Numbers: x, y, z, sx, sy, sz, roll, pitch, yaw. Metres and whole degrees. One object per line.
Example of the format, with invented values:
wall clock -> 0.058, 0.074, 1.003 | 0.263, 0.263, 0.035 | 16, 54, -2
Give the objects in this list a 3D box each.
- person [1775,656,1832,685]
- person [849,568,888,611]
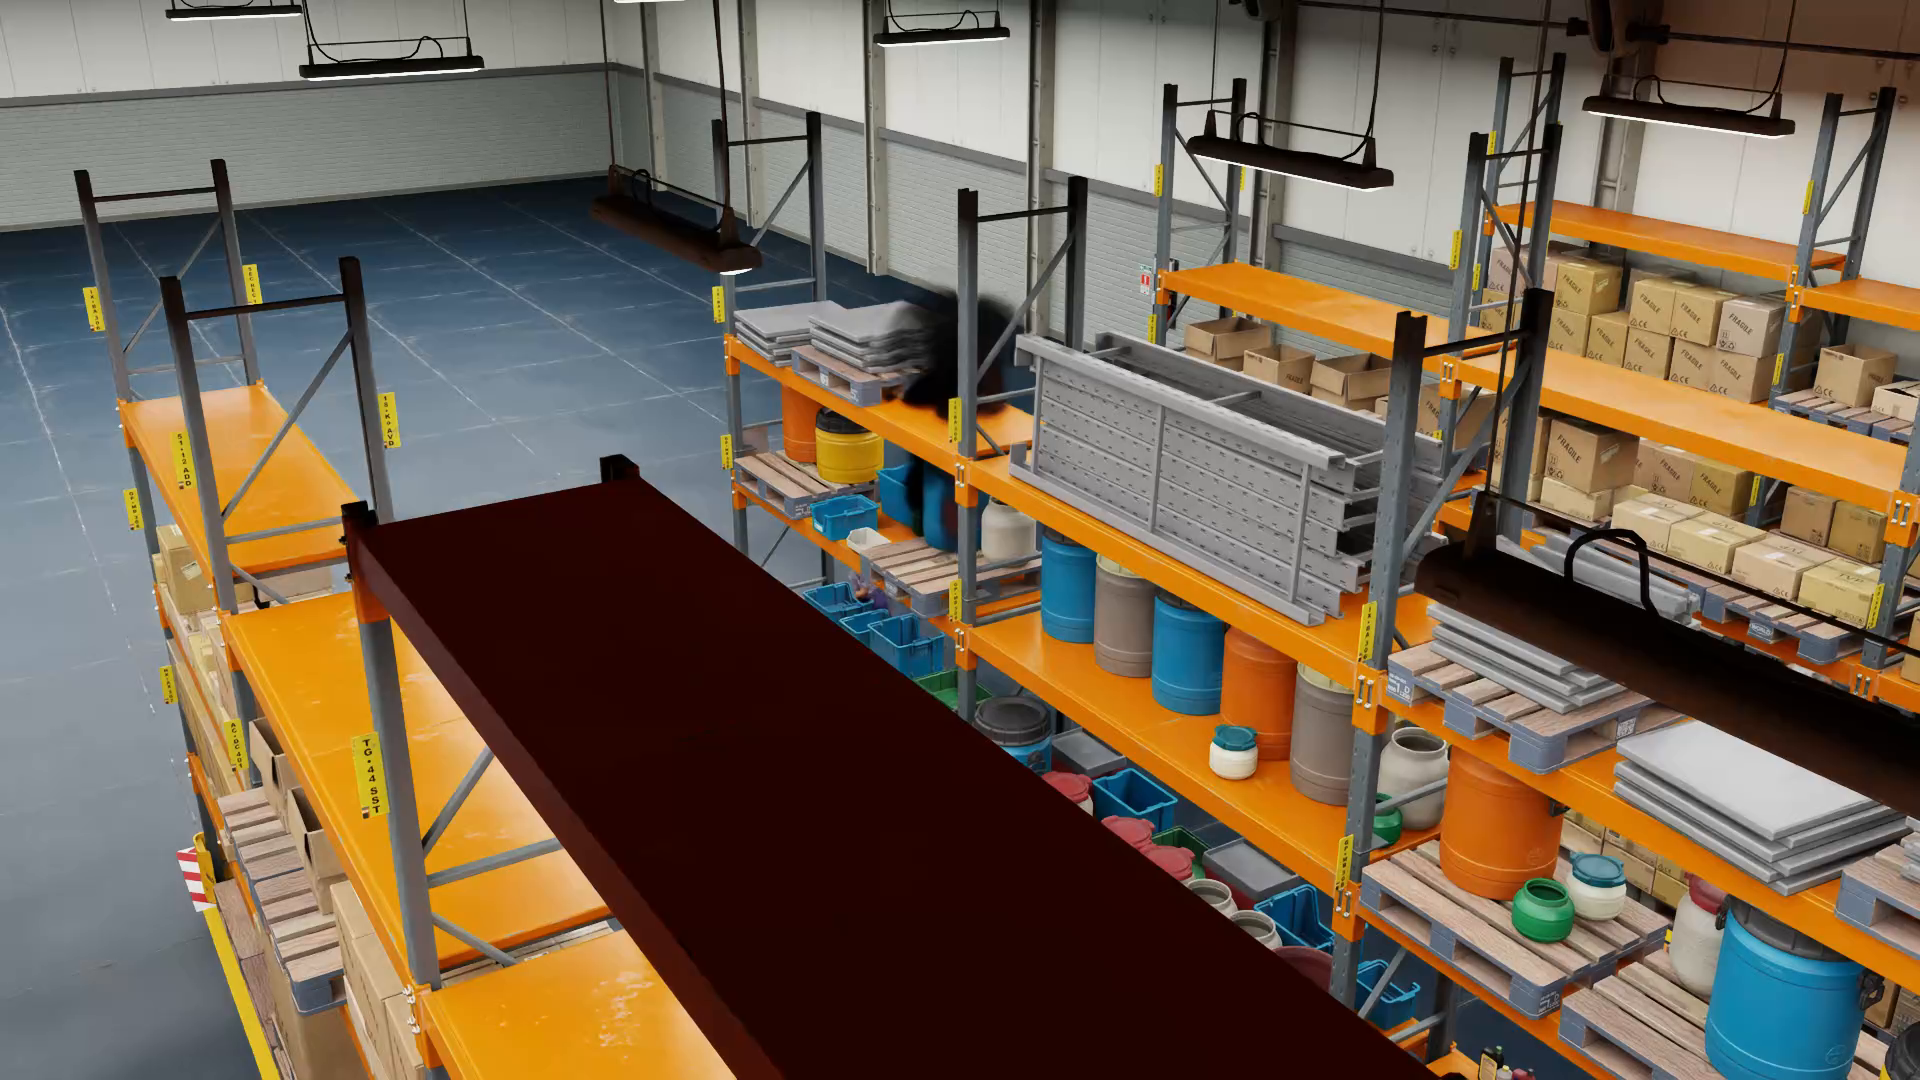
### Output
person -> 7.311, 1.678, 14.863 | 0.689, 1.855, 0.754 | -16, 27, -35
person -> -0.970, 0.715, 17.491 | 0.795, 1.668, 0.509 | -2, 22, -4
